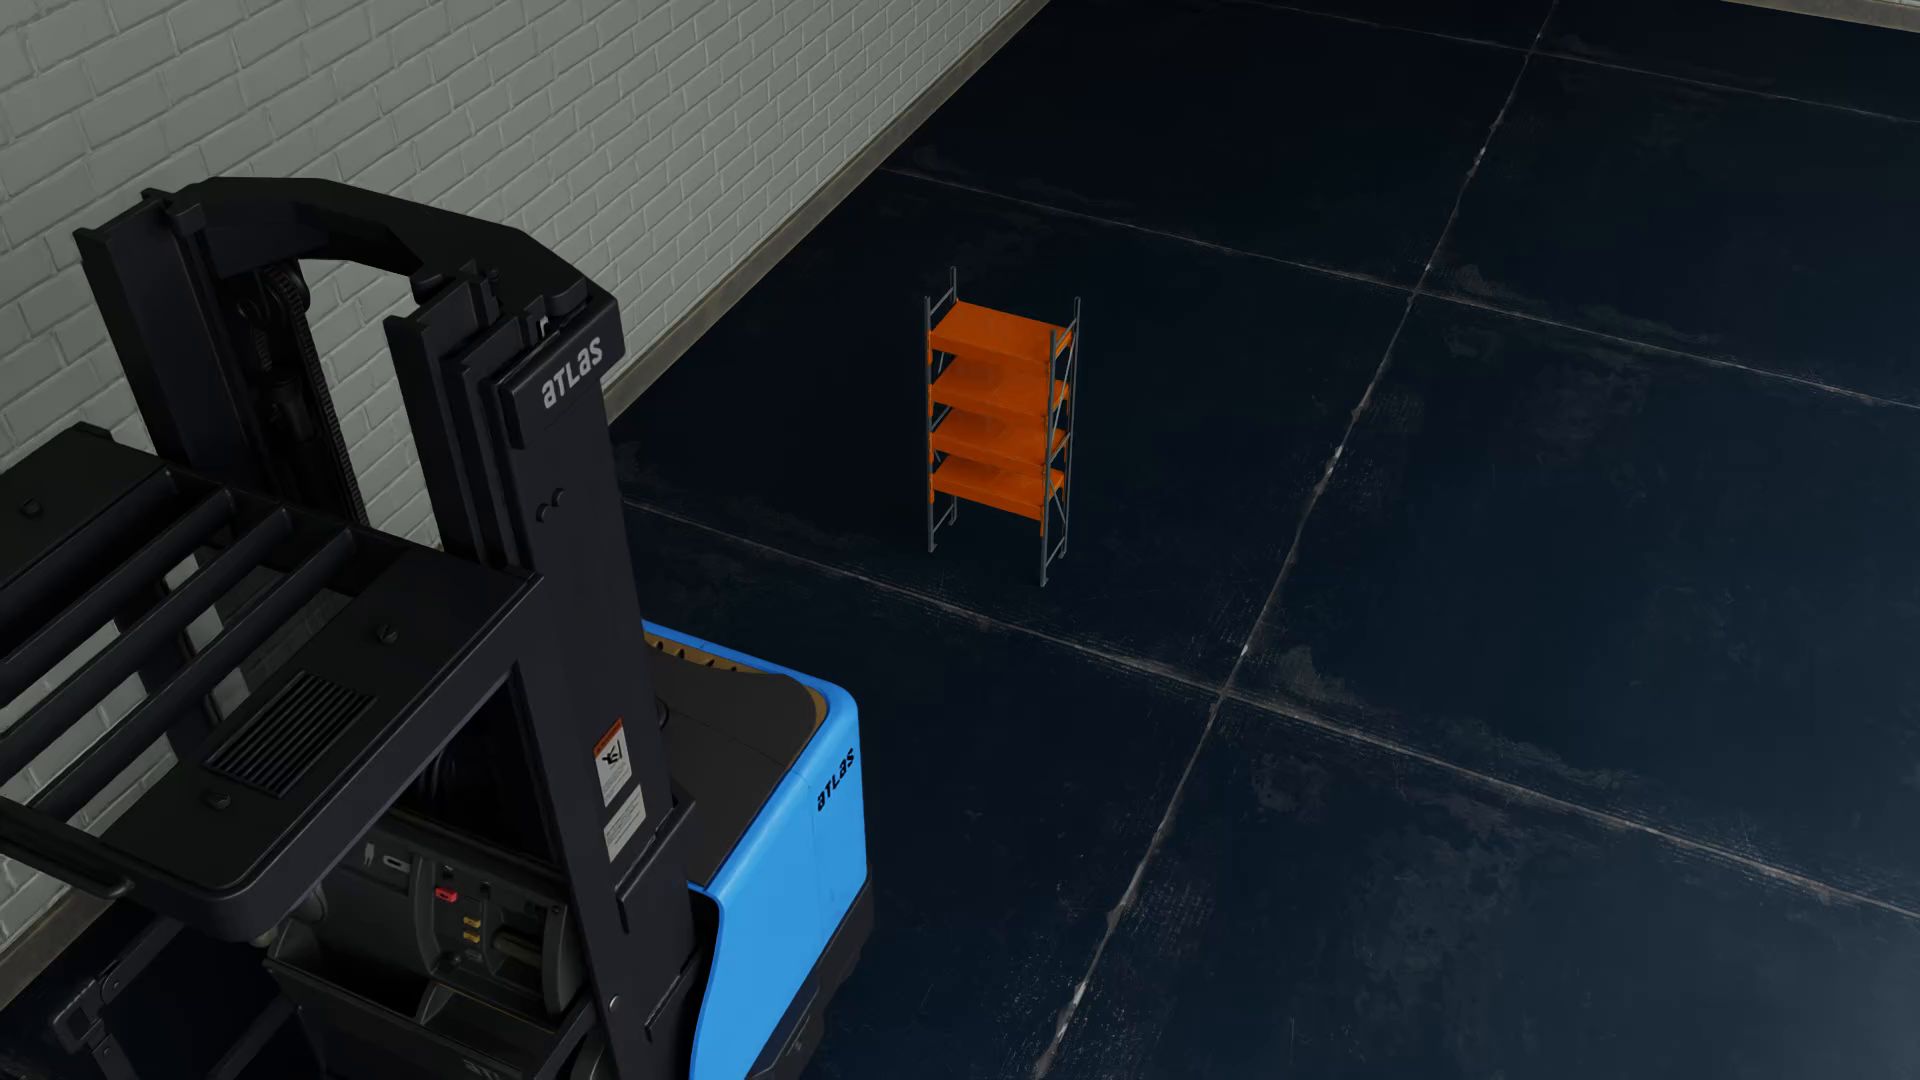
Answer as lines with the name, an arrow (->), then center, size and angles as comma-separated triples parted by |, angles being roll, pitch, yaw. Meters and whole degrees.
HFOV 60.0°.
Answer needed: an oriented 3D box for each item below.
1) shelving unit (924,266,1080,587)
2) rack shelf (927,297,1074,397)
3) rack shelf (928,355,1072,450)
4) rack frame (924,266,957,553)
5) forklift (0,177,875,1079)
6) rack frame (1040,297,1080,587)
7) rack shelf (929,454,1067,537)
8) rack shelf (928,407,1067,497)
shelving unit -> 0.150, -0.408, 6.304 | 0.503, 1.200, 0.258 | 17, 44, 19
rack shelf -> 0.150, -0.704, 6.047 | 0.480, 0.148, 0.258 | 17, 44, 19
rack shelf -> 0.150, -0.526, 6.202 | 0.480, 0.148, 0.258 | 17, 44, 19
rack frame -> -0.071, -0.475, 6.382 | 0.015, 1.200, 0.240 | 17, 44, 19
forklift -> -1.338, 0.873, 3.505 | 1.130, 2.935, 3.031 | 17, 44, 18
rack frame -> 0.371, -0.340, 6.226 | 0.015, 1.200, 0.240 | 17, 44, 19
rack shelf -> 0.150, -0.207, 6.478 | 0.480, 0.148, 0.258 | 17, 44, 19
rack shelf -> 0.150, -0.357, 6.348 | 0.480, 0.148, 0.258 | 17, 44, 19
